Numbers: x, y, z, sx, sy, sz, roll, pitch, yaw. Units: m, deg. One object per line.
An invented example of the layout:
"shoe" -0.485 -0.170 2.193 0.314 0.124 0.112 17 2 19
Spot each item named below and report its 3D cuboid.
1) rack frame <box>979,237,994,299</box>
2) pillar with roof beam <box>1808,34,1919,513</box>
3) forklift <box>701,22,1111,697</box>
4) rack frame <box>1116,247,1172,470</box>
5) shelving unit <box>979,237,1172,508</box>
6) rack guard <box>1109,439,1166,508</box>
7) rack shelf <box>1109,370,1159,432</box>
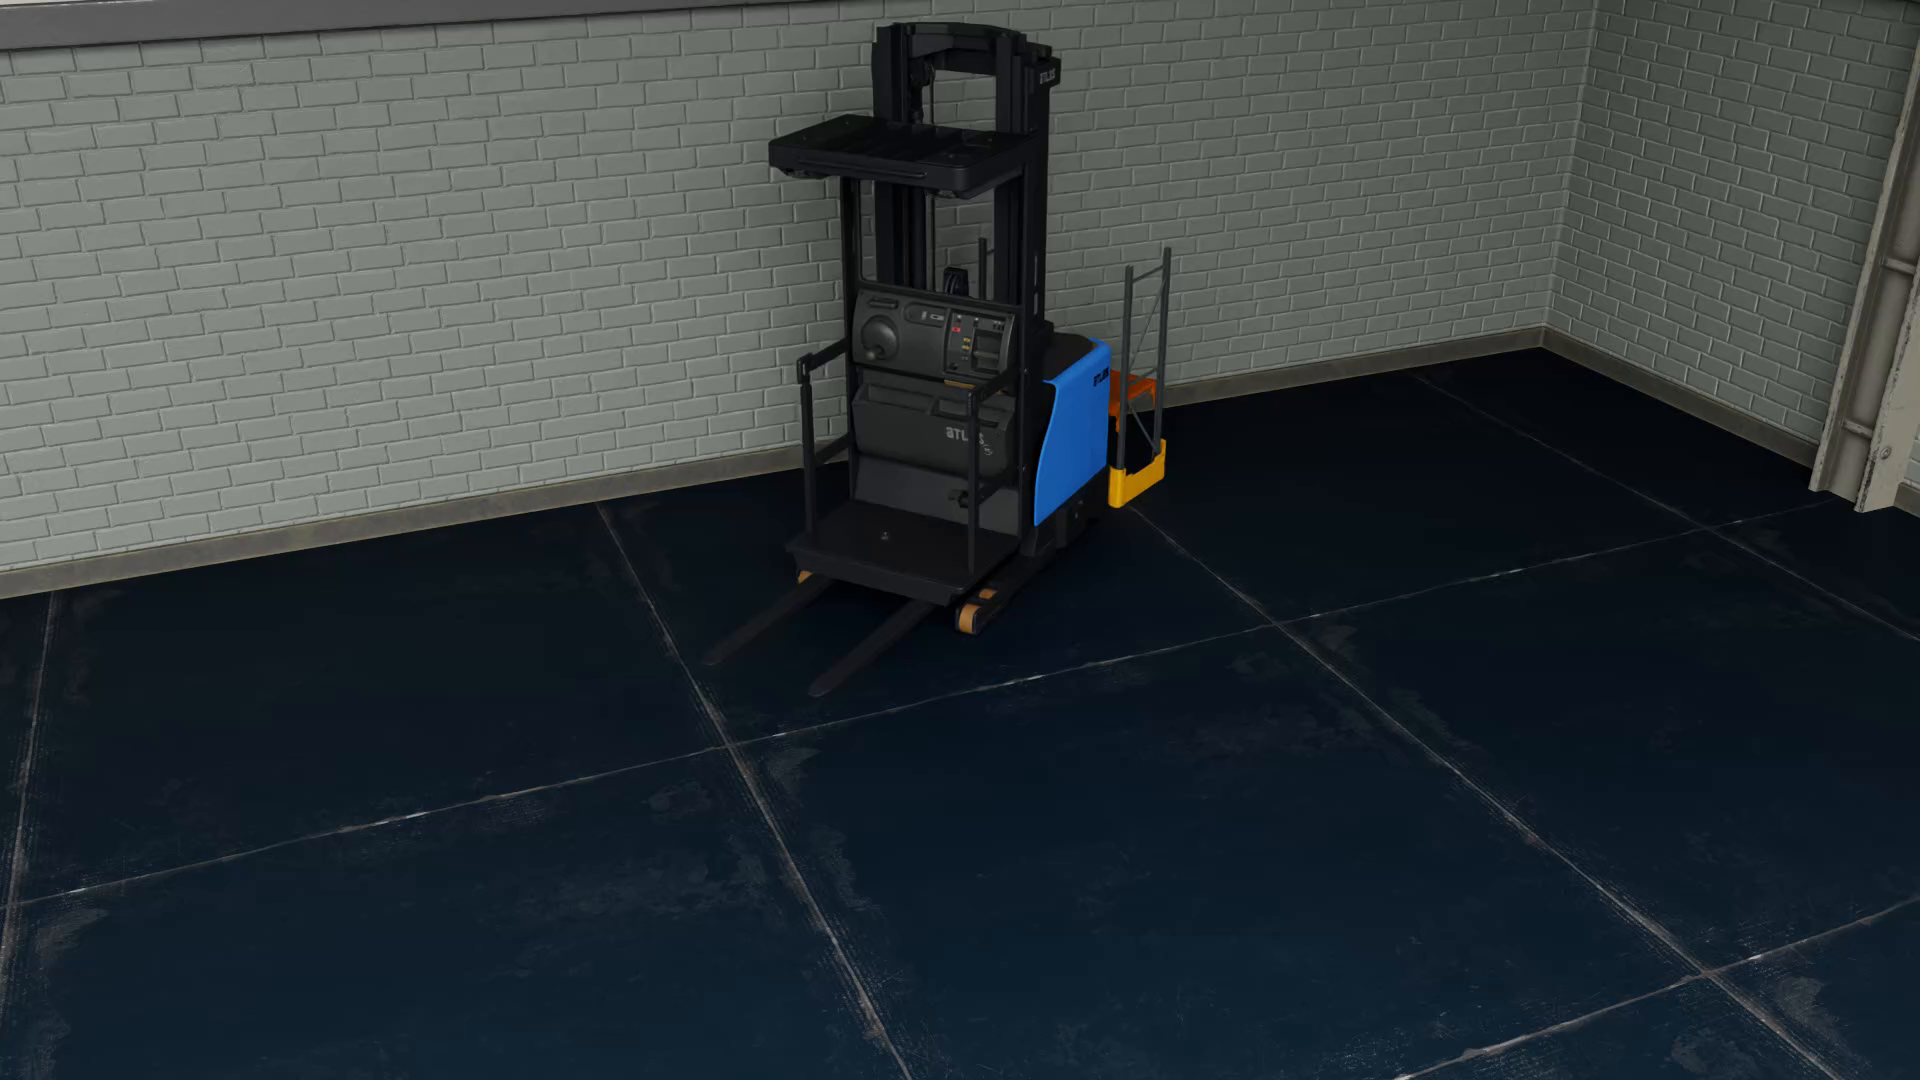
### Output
"rack frame" 0.273 -1.238 10.577 0.032 1.500 0.500 17 31 31
"pillar with roof beam" 1.565 -3.575 6.815 9.100 9.000 0.400 -11 28 -21
"forklift" -0.243 -1.042 8.543 1.130 2.935 3.031 13 29 25
"rack frame" 1.105 -0.982 10.052 0.032 1.500 0.500 17 31 31
"shelving unit" 0.696 -1.108 10.310 1.083 1.500 0.587 17 31 31
"rack guard" 1.104 -0.421 10.327 0.087 0.250 0.587 17 31 31
"rack shelf" 0.689 -0.949 10.393 1.000 0.185 0.538 17 31 31
